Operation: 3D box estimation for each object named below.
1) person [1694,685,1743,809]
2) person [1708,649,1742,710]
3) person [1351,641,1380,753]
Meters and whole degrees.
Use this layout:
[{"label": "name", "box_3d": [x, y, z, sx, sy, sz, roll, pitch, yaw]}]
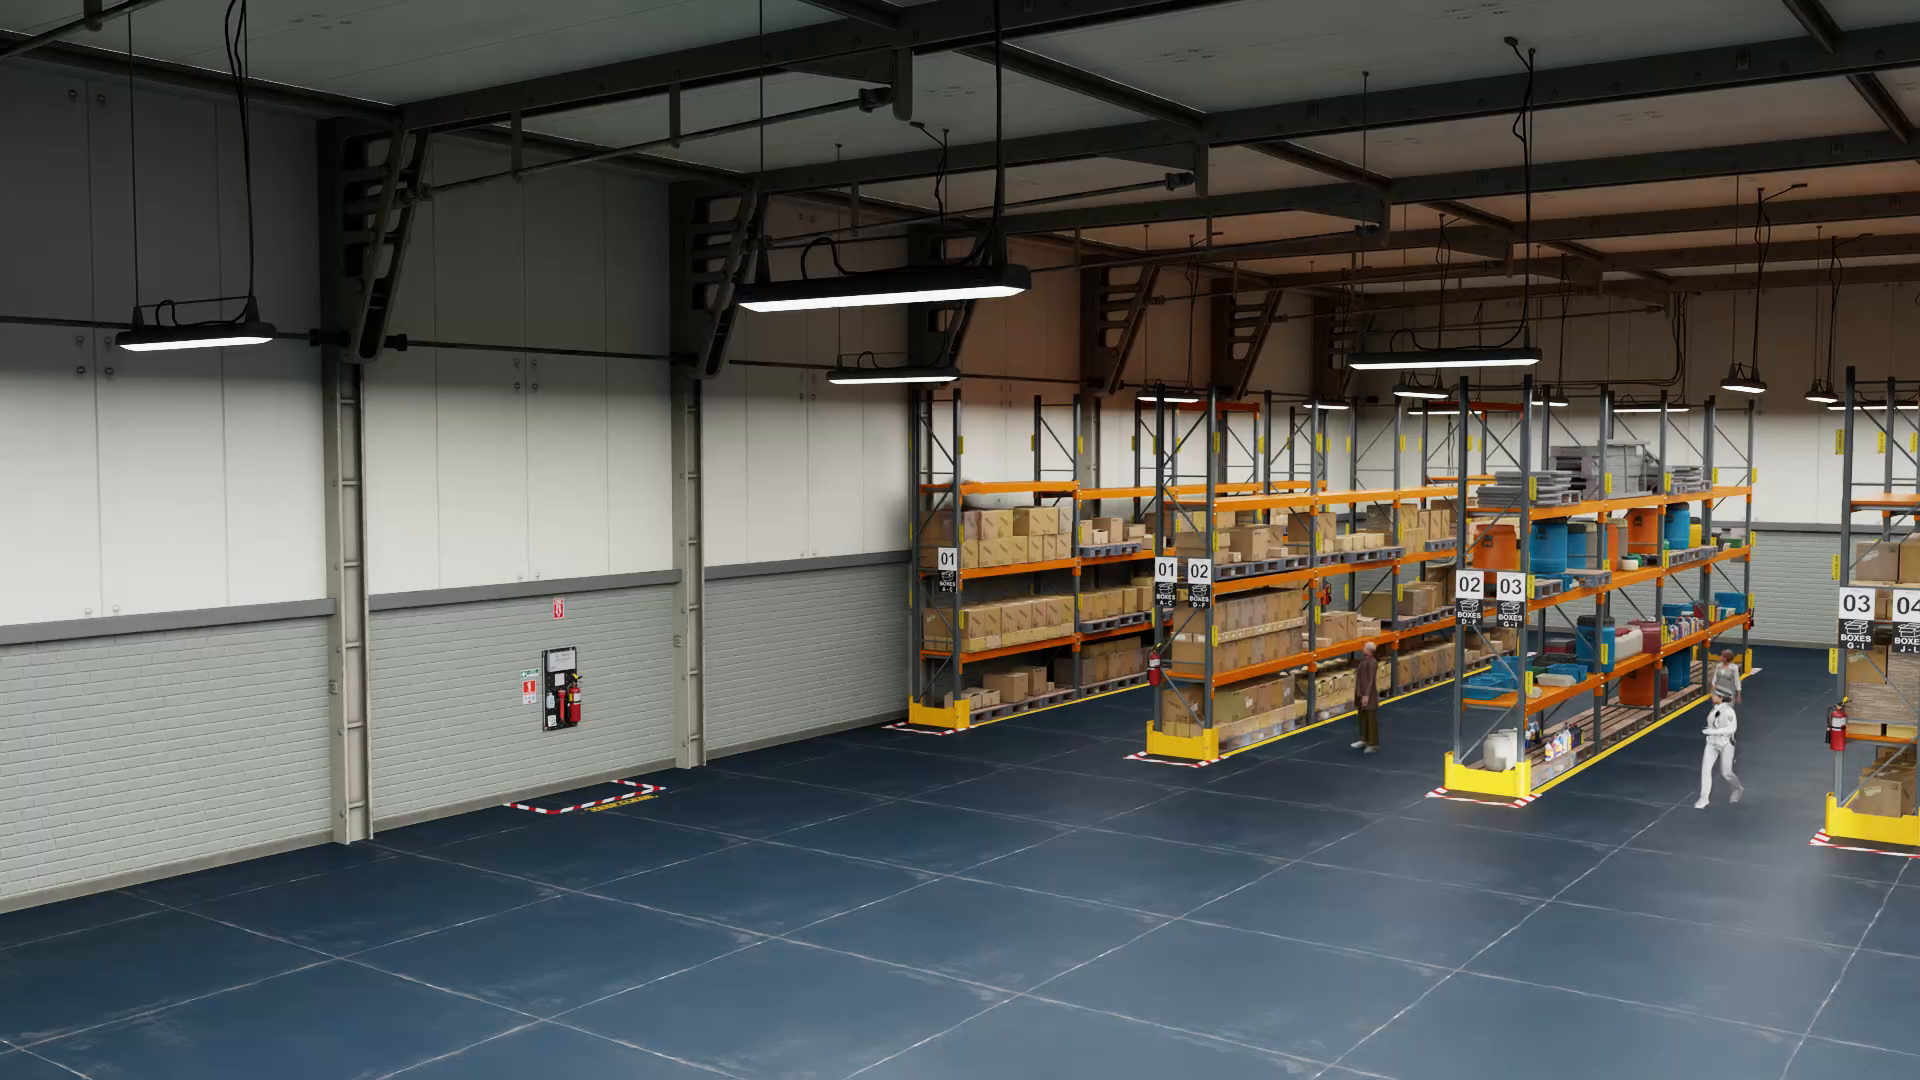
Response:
[{"label": "person", "box_3d": [10.539, 2.846, 22.917, 0.854, 1.696, 0.487, -2, 4, -37]}, {"label": "person", "box_3d": [12.969, 2.607, 28.184, 0.513, 1.542, 0.847, 2, 4, 26]}, {"label": "person", "box_3d": [6.679, 2.570, 27.326, 0.420, 1.815, 0.595, -1, 3, -18]}]
